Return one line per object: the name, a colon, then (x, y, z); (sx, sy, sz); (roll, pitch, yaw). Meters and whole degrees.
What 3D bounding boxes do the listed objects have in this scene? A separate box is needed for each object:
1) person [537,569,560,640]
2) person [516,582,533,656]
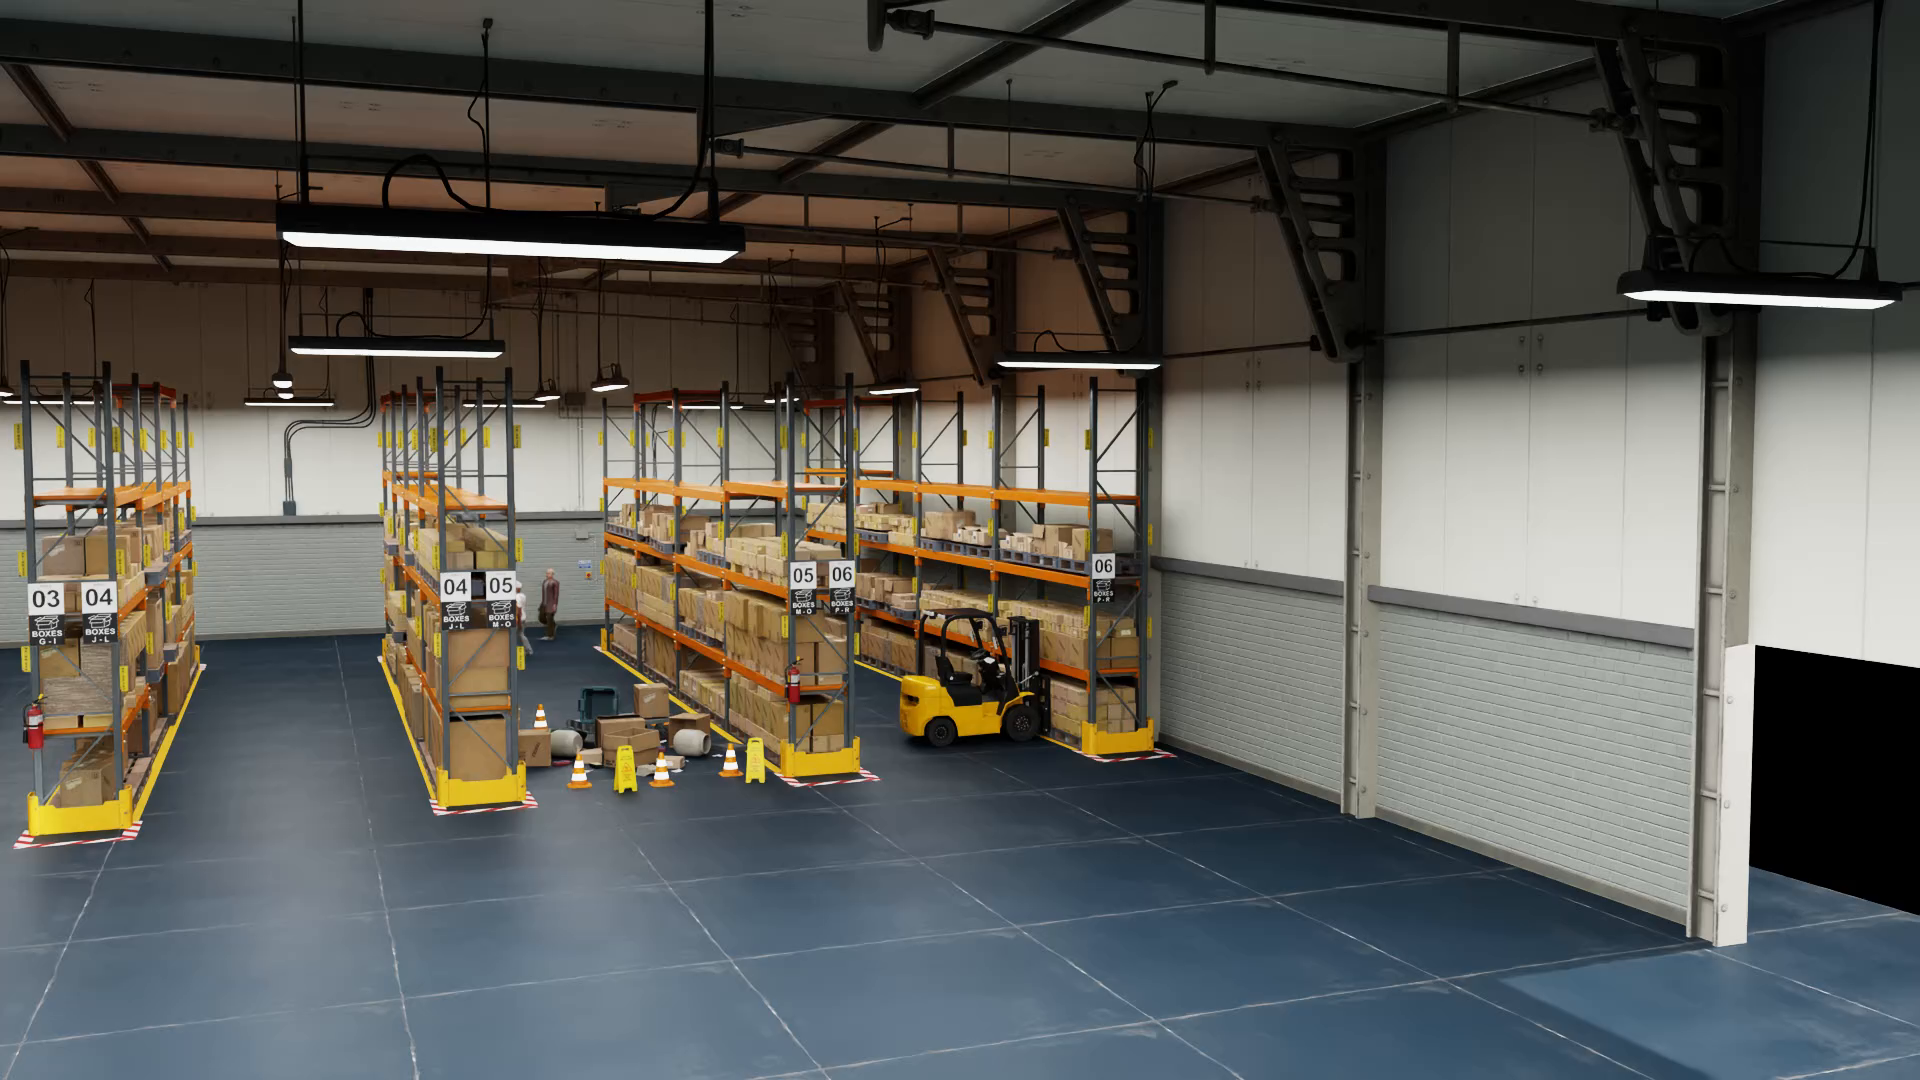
person: (-10.254, 1.604, 41.588); (0.584, 1.769, 0.656); (2, 4, 34)
person: (-10.195, 1.845, 38.216); (0.723, 1.777, 0.622); (0, 3, 1)
